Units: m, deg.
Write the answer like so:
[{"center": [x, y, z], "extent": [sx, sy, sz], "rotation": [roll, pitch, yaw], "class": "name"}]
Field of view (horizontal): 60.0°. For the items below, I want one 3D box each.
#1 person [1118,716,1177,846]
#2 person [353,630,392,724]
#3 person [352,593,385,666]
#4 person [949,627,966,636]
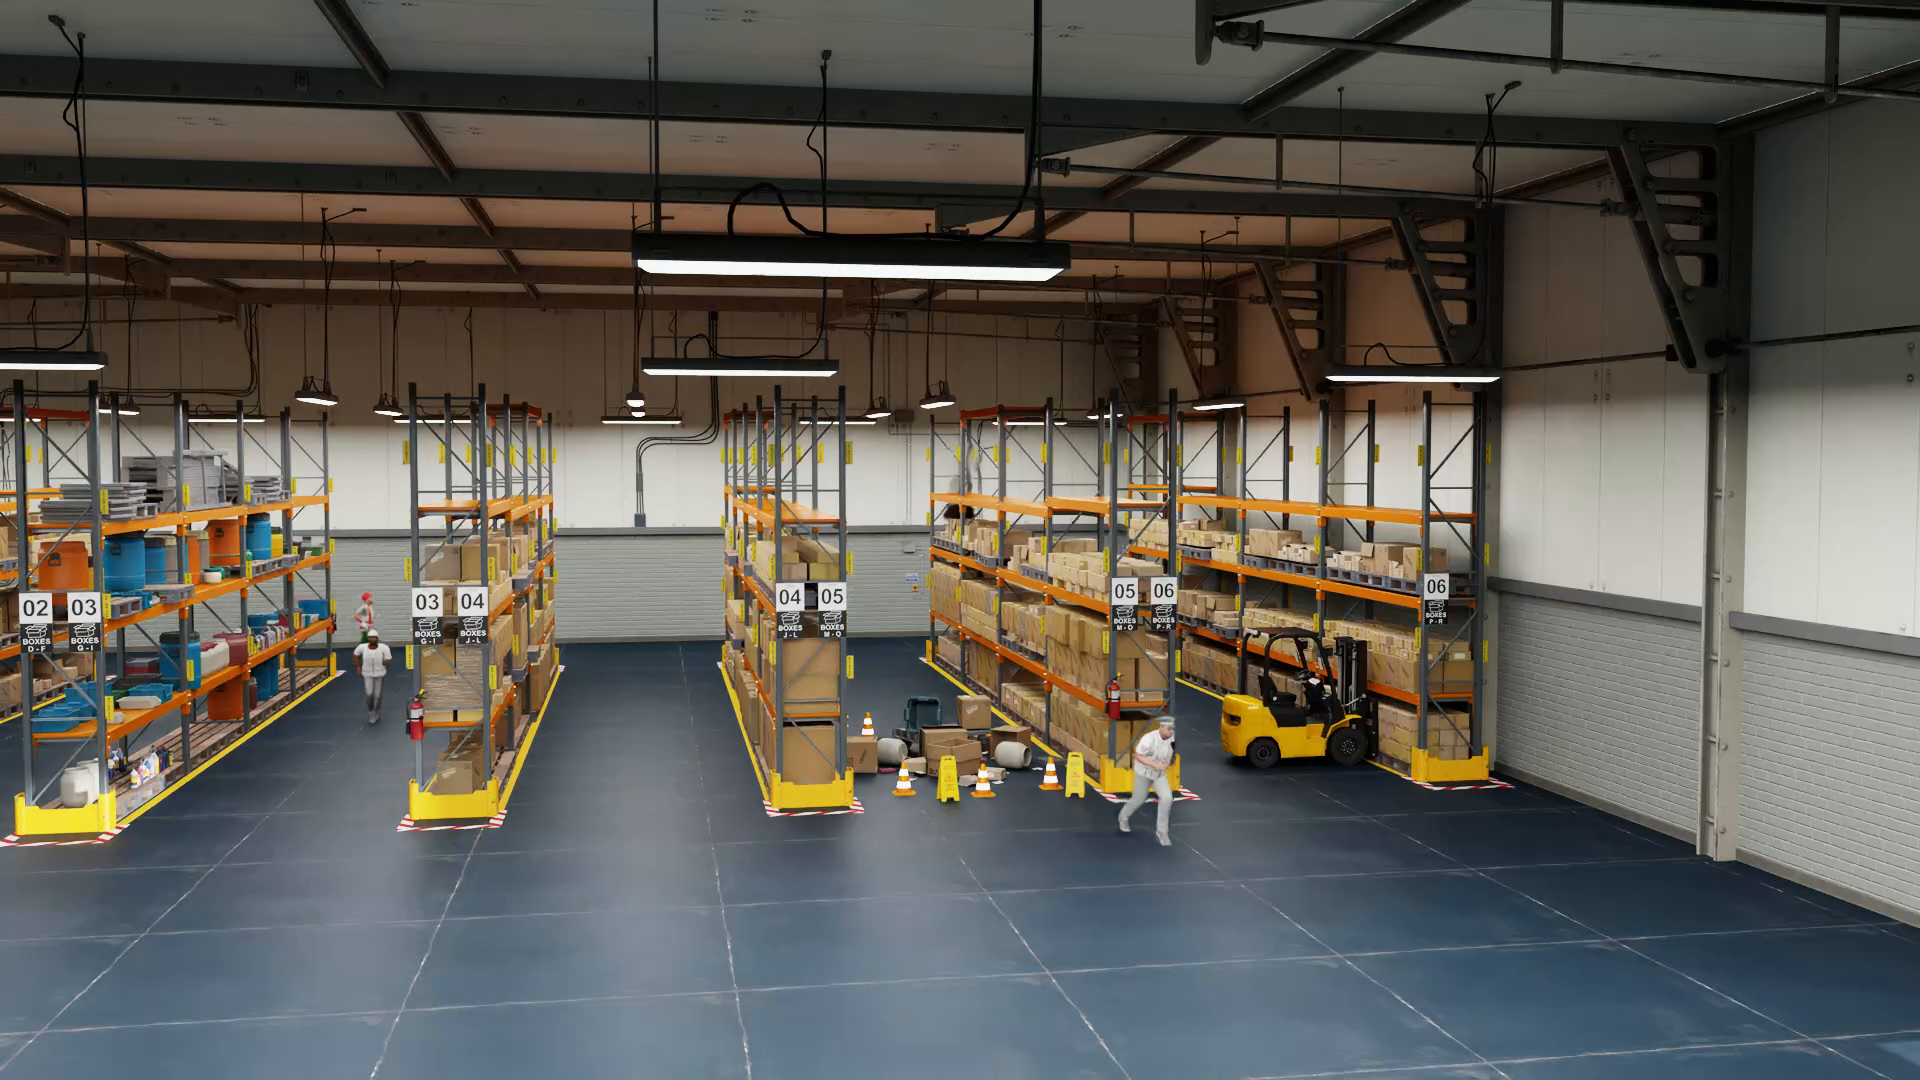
[{"center": [2.445, 3.102, 21.697], "extent": [0.706, 1.722, 1.018], "rotation": [-2, 4, -36], "class": "person"}, {"center": [-10.989, 2.564, 31.110], "extent": [0.698, 1.789, 0.779], "rotation": [-1, 3, -19], "class": "person"}, {"center": [-13.976, 2.133, 39.257], "extent": [0.770, 1.775, 0.694], "rotation": [-1, 3, -16], "class": "person"}, {"center": [-0.009, 2.035, 41.746], "extent": [0.927, 1.732, 0.738], "rotation": [1, 3, 24], "class": "person"}]
